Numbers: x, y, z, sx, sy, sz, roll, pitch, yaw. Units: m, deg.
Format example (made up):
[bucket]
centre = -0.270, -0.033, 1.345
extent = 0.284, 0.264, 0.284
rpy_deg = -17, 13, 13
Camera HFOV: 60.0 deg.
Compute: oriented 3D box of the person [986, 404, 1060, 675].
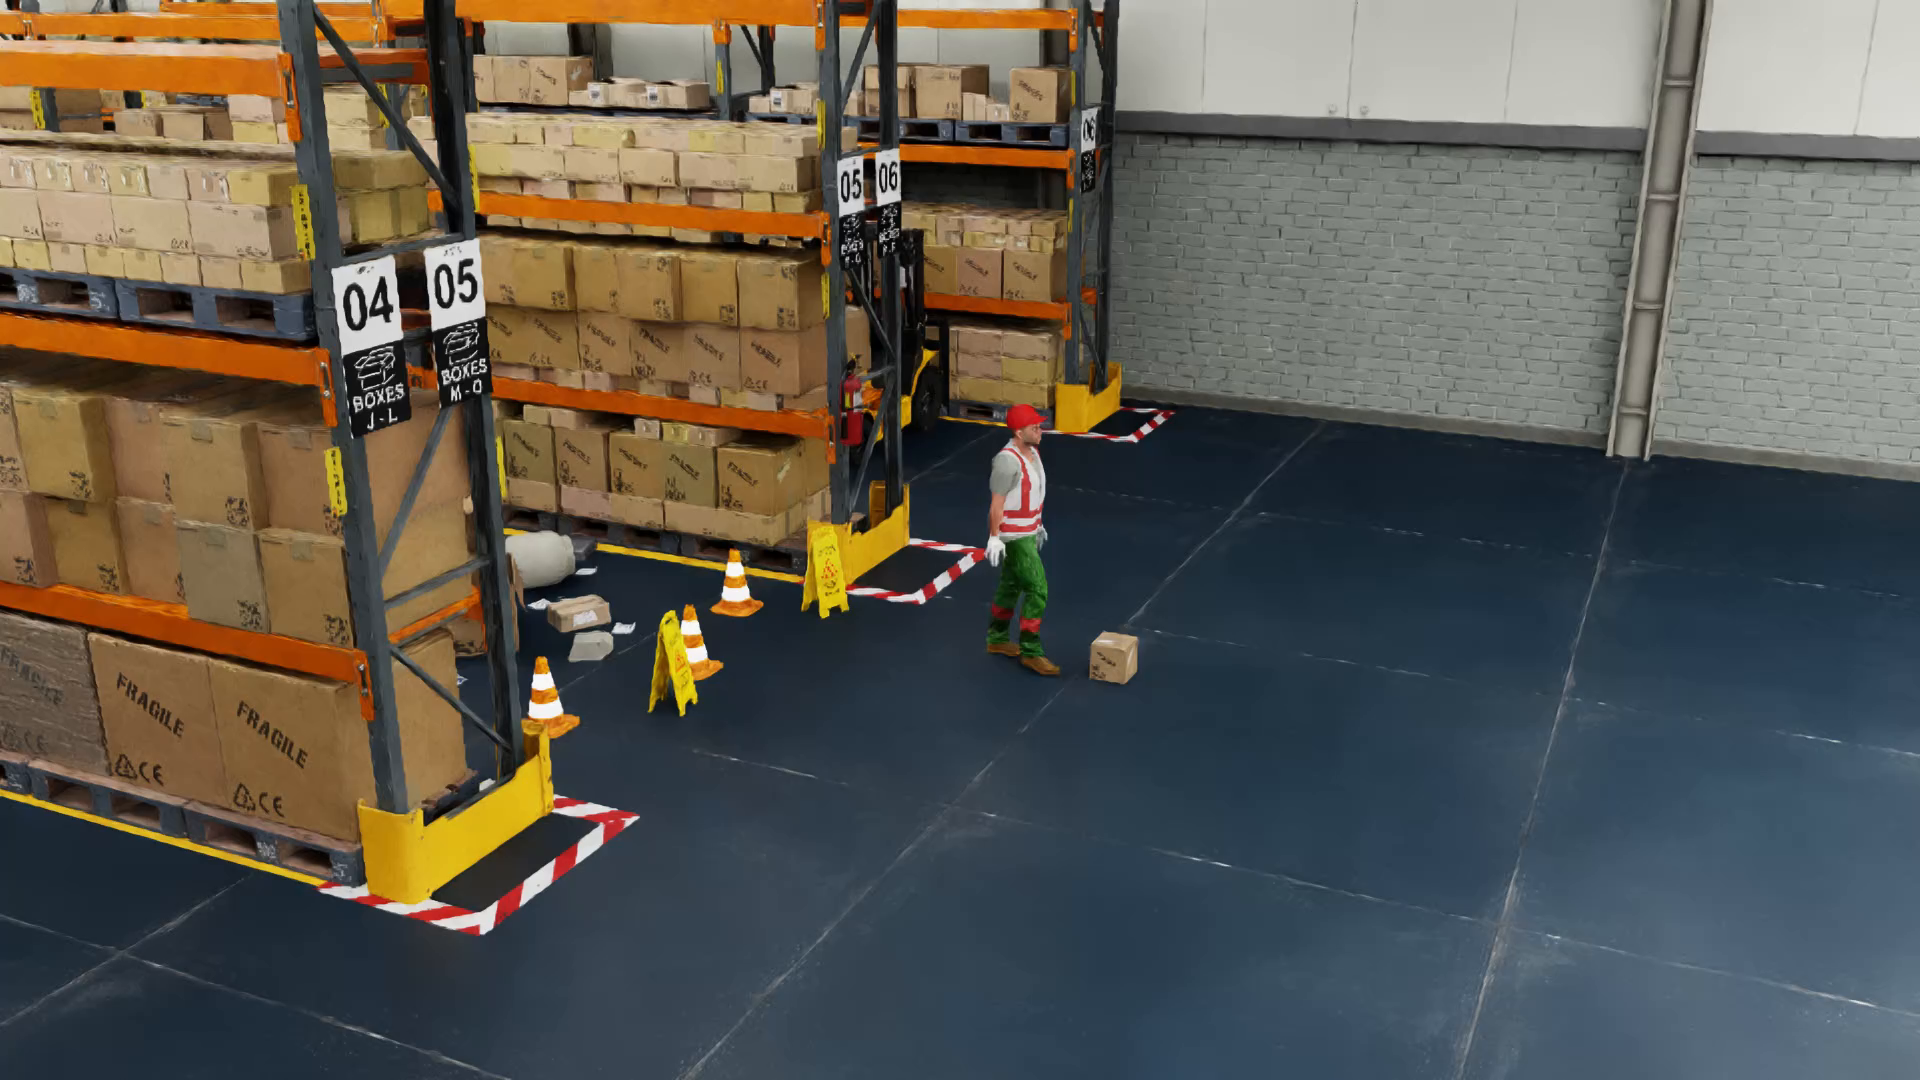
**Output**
[person]
centre = 0.453, -0.038, 11.093
extent = 0.604, 1.779, 0.543
rpy_deg = 7, 20, 19
